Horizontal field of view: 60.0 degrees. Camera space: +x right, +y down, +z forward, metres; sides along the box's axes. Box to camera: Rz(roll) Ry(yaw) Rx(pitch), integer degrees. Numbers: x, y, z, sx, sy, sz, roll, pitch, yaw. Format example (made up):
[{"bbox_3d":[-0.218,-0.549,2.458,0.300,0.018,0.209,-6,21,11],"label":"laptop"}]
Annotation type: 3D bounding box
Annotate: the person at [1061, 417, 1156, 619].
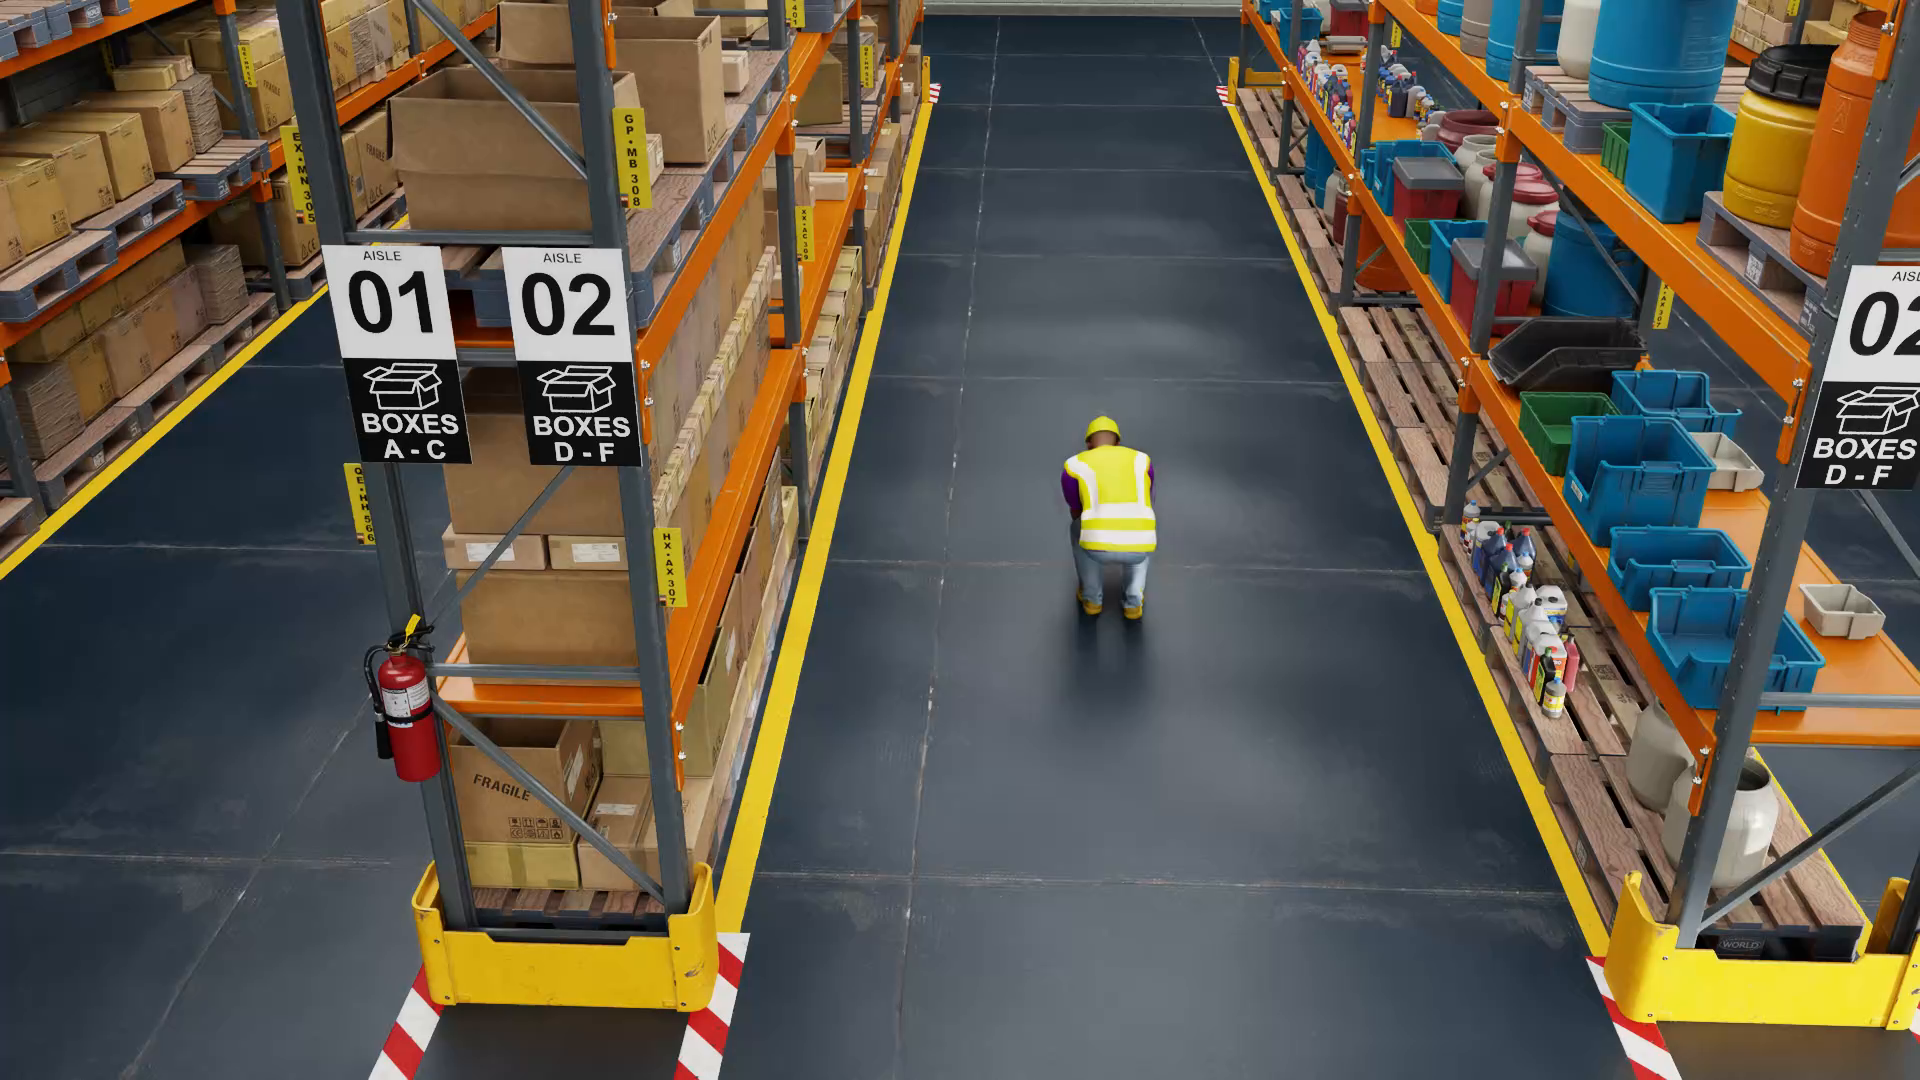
[{"bbox_3d":[0.854,-0.116,9.637,0.537,1.008,0.914,0,28,1],"label":"person"}]
